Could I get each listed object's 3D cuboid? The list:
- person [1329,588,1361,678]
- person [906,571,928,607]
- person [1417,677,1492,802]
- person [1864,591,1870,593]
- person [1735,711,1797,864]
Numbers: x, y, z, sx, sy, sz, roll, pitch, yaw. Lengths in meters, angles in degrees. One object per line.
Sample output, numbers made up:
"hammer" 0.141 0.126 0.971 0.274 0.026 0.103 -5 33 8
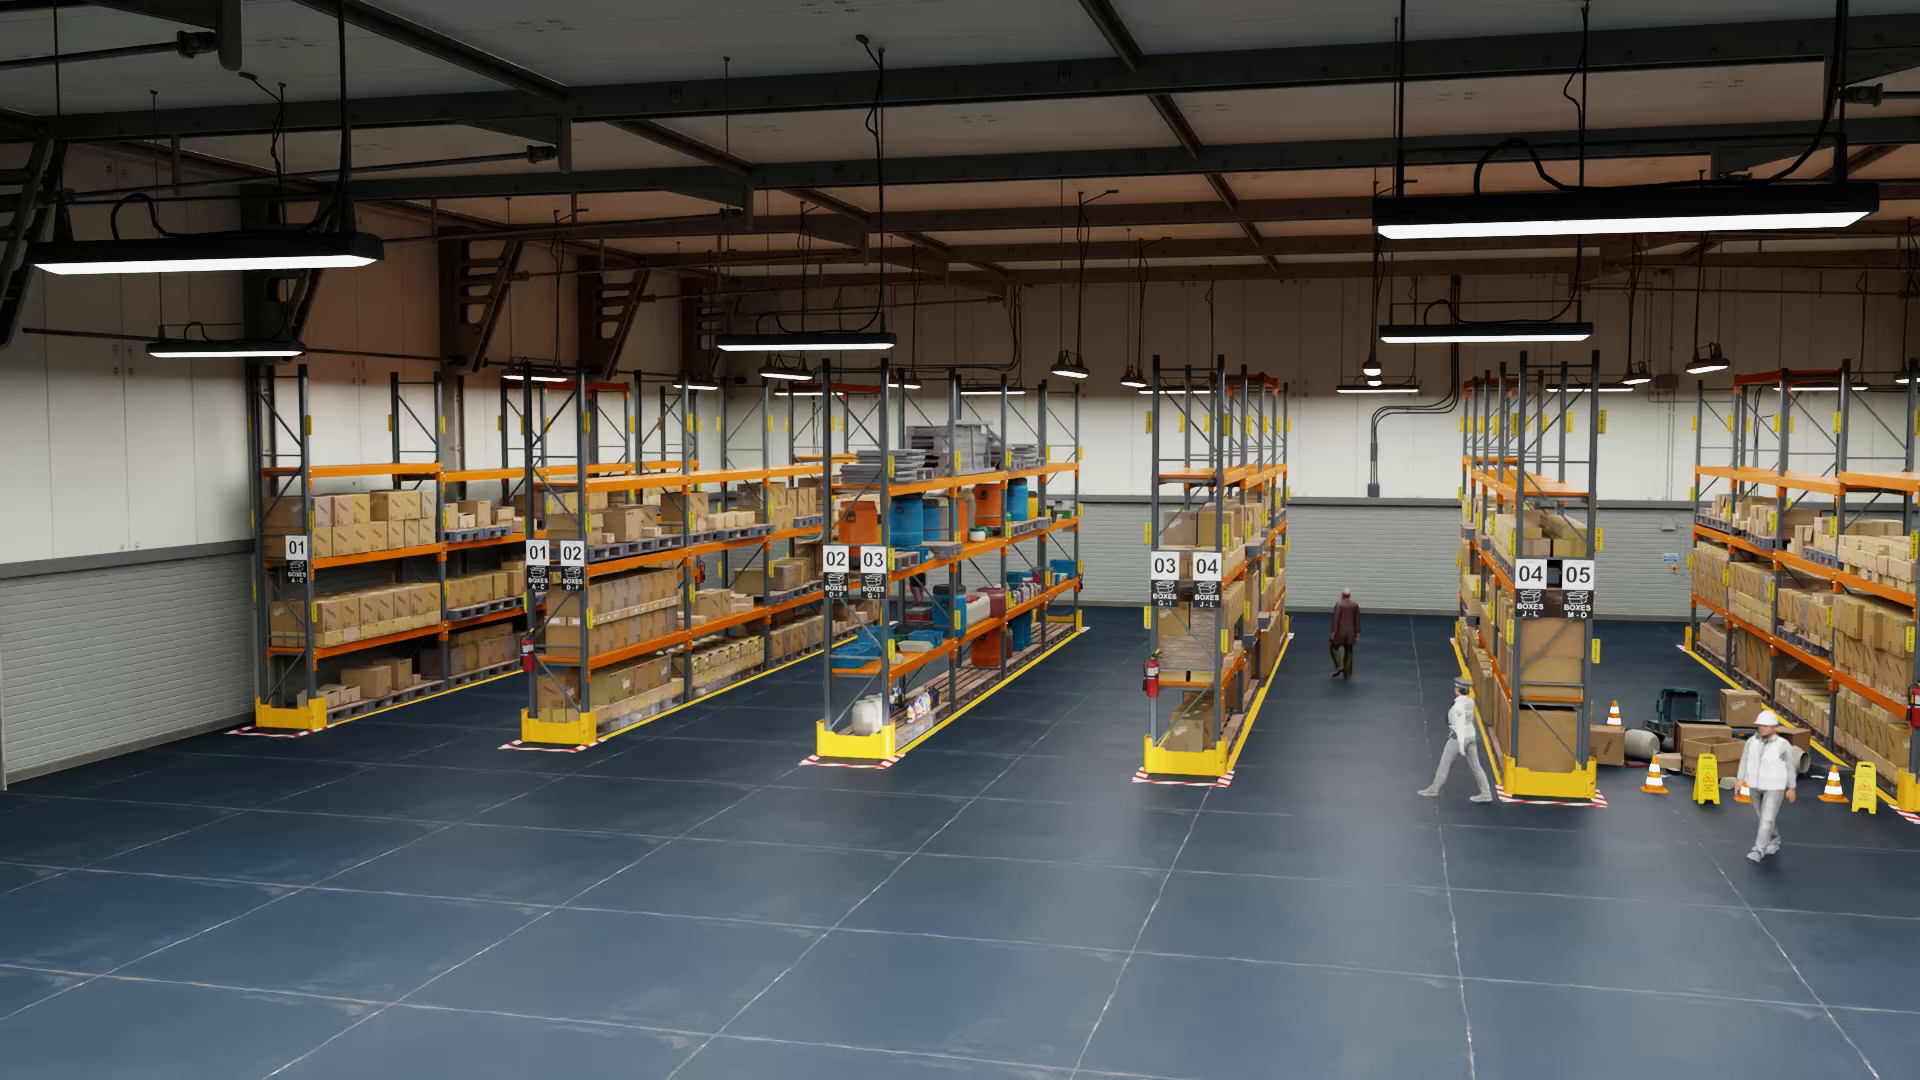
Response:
"person" 7.630 1.840 32.913 0.632 1.779 0.531 -1 4 -12
"person" -1.060 1.205 42.327 0.597 1.712 0.466 -4 6 -44
"person" 6.659 2.641 22.199 0.550 1.616 0.937 -3 5 -40
"person" 19.061 1.735 34.836 0.515 1.735 1.062 -2 4 -26
"person" 9.184 2.810 19.055 1.076 1.709 0.564 -3 5 -34
